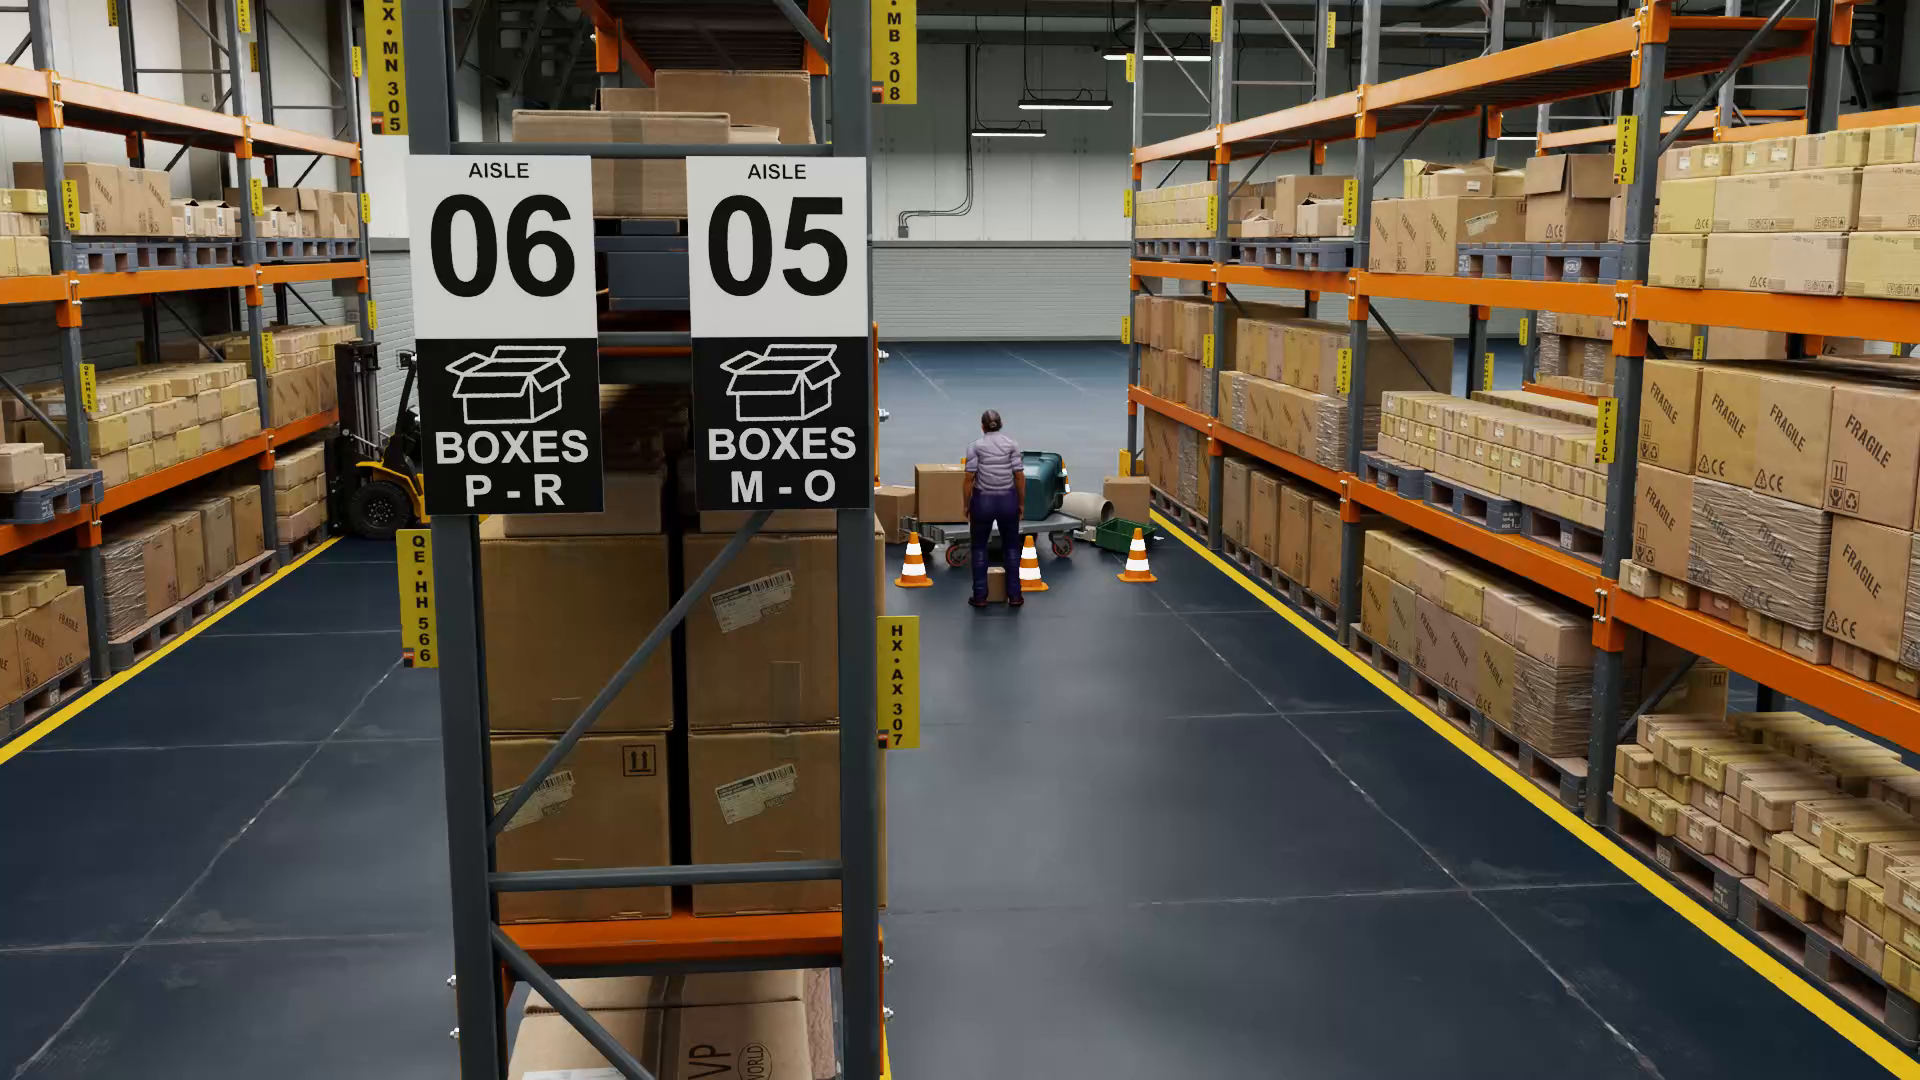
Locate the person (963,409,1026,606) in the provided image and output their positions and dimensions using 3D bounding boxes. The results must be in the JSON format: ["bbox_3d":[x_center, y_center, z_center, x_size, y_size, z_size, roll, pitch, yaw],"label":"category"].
[{"bbox_3d":[0.291,-0.266,13.923,0.537,1.651,0.374,-1,10,-6],"label":"person"}]
